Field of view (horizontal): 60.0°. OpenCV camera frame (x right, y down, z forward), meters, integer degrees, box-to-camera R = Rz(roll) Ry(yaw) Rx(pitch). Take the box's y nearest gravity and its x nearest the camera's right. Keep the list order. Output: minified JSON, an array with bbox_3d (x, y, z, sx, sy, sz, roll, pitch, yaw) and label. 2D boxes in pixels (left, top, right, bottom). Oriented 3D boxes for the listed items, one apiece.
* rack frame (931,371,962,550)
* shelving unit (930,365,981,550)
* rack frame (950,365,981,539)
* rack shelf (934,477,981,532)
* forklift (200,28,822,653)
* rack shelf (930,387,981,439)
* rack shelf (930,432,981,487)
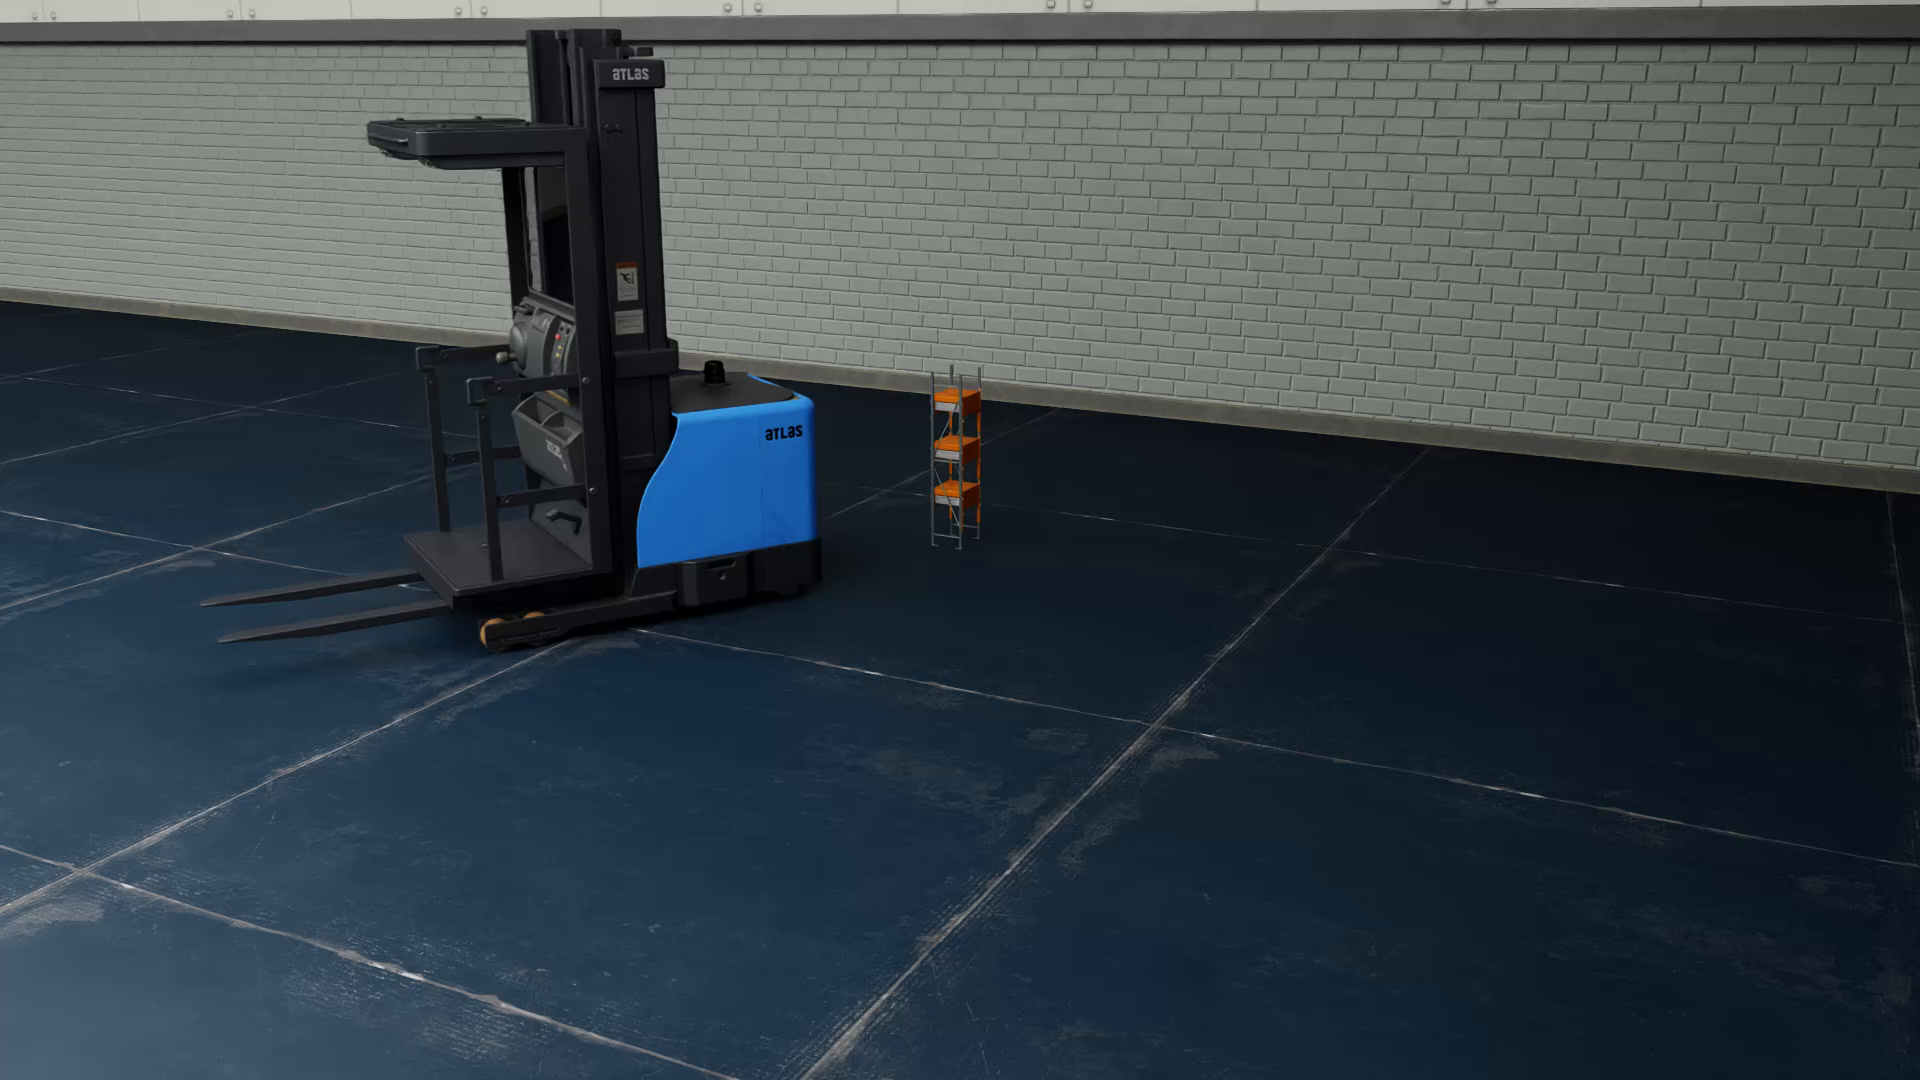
[{"bbox_3d":[-0.078,-0.459,9.724,0.200,1.050,0.008,8,18,25],"label":"rack frame"},{"bbox_3d":[-0.024,-0.490,9.829,0.215,1.050,0.252,8,18,25],"label":"shelving unit"},{"bbox_3d":[0.031,-0.521,9.934,0.200,1.050,0.008,8,18,25],"label":"rack frame"},{"bbox_3d":[-0.024,-0.213,9.911,0.215,0.259,0.240,8,18,25],"label":"rack shelf"},{"bbox_3d":[-2.282,-1.023,8.321,3.031,2.935,1.130,-10,19,-29],"label":"forklift"},{"bbox_3d":[-0.024,-0.752,9.751,0.215,0.259,0.240,8,18,25],"label":"rack shelf"},{"bbox_3d":[-0.024,-0.479,9.832,0.215,0.259,0.240,8,18,25],"label":"rack shelf"}]
